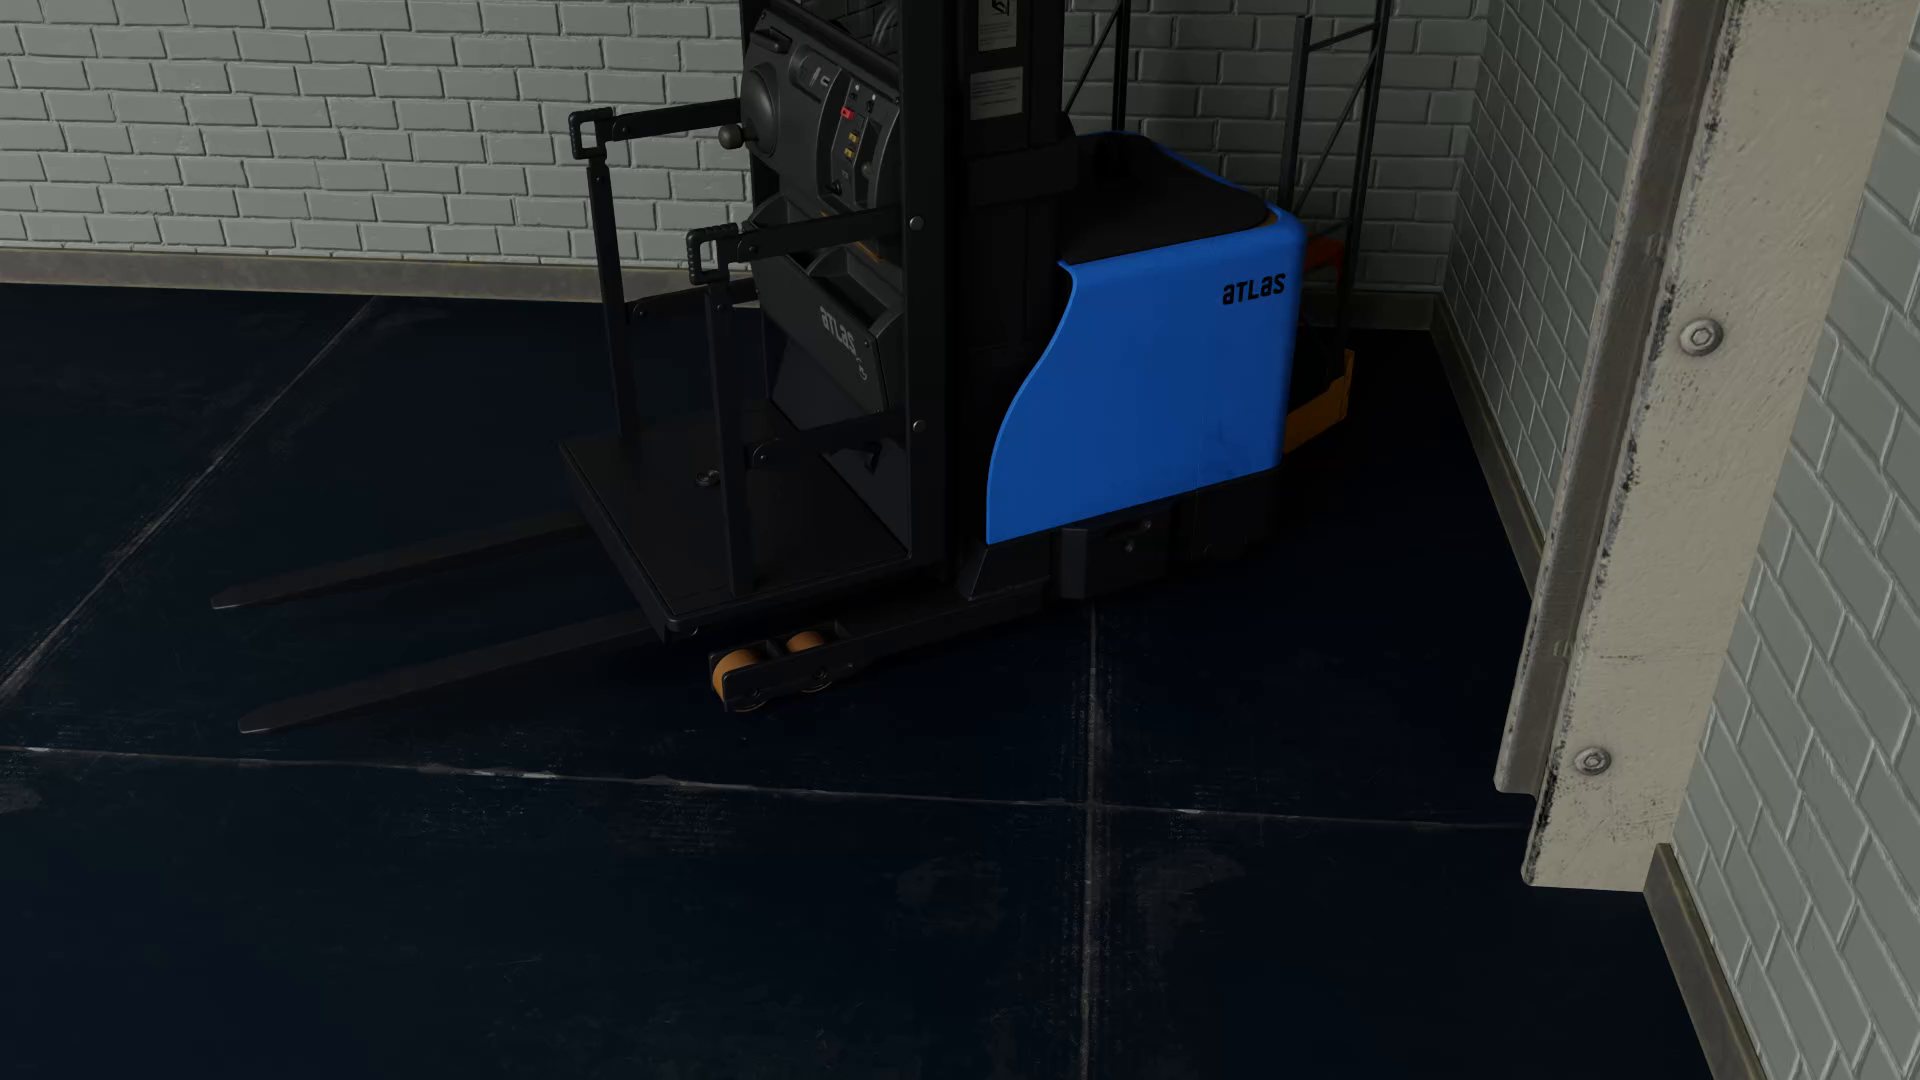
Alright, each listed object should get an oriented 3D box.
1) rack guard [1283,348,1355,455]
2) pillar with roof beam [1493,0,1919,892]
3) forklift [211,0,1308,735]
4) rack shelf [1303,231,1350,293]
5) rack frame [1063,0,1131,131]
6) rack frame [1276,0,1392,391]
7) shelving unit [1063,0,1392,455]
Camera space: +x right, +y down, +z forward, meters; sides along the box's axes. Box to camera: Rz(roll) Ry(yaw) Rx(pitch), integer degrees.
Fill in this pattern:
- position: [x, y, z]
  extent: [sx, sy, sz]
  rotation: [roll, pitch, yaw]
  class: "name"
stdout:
- position: [1.167, -0.456, 5.752]
  extent: [0.087, 0.250, 0.587]
  rotation: [26, 40, 35]
  class: "rack guard"
- position: [-2.786, -3.297, 2.023]
  extent: [9.100, 9.000, 0.400]
  rotation: [2, 32, 4]
  class: "pillar with roof beam"
- position: [-0.556, -1.100, 4.242]
  extent: [3.031, 2.935, 1.130]
  rotation: [-15, 35, -23]
  class: "forklift"
- position: [0.796, -1.017, 5.813]
  extent: [1.000, 0.185, 0.538]
  rotation: [26, 40, 35]
  class: "rack shelf"
- position: [0.424, -1.352, 6.014]
  extent: [0.032, 1.500, 0.500]
  rotation: [26, 40, 35]
  class: "rack frame"
- position: [1.168, -0.988, 5.423]
  extent: [0.032, 1.500, 0.500]
  rotation: [26, 40, 35]
  class: "rack frame"
- position: [0.803, -1.166, 5.713]
  extent: [1.083, 1.500, 0.587]
  rotation: [26, 40, 35]
  class: "shelving unit"
